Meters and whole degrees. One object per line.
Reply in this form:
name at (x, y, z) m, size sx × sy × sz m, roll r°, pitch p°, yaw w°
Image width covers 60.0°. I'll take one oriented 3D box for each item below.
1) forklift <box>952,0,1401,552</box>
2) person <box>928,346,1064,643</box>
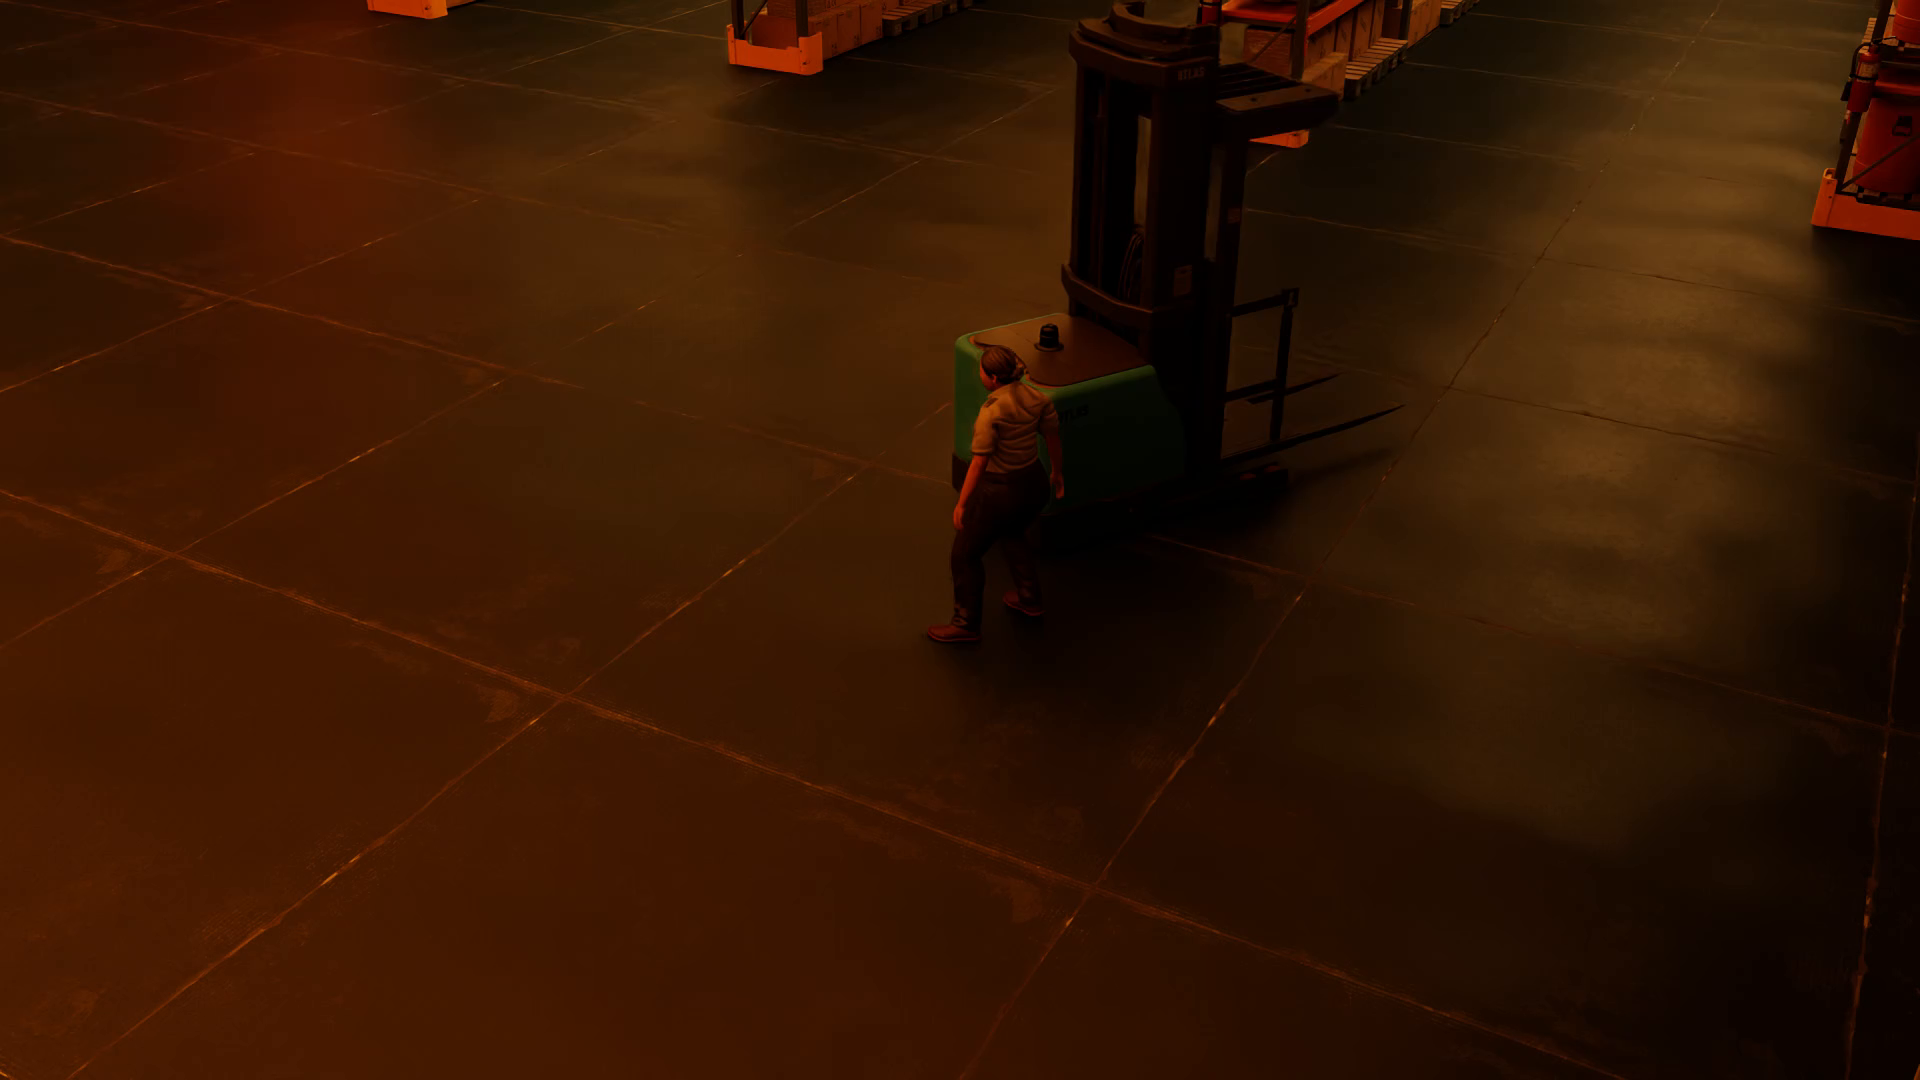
forklift at (1.483, -1.734, 10.075) m, size 3.031 × 2.935 × 1.130 m, roll -17°, pitch 34°, yaw -26°
person at (0.217, -0.247, 8.817) m, size 0.796 × 1.618 × 0.377 m, roll -25°, pitch 38°, yaw -37°
